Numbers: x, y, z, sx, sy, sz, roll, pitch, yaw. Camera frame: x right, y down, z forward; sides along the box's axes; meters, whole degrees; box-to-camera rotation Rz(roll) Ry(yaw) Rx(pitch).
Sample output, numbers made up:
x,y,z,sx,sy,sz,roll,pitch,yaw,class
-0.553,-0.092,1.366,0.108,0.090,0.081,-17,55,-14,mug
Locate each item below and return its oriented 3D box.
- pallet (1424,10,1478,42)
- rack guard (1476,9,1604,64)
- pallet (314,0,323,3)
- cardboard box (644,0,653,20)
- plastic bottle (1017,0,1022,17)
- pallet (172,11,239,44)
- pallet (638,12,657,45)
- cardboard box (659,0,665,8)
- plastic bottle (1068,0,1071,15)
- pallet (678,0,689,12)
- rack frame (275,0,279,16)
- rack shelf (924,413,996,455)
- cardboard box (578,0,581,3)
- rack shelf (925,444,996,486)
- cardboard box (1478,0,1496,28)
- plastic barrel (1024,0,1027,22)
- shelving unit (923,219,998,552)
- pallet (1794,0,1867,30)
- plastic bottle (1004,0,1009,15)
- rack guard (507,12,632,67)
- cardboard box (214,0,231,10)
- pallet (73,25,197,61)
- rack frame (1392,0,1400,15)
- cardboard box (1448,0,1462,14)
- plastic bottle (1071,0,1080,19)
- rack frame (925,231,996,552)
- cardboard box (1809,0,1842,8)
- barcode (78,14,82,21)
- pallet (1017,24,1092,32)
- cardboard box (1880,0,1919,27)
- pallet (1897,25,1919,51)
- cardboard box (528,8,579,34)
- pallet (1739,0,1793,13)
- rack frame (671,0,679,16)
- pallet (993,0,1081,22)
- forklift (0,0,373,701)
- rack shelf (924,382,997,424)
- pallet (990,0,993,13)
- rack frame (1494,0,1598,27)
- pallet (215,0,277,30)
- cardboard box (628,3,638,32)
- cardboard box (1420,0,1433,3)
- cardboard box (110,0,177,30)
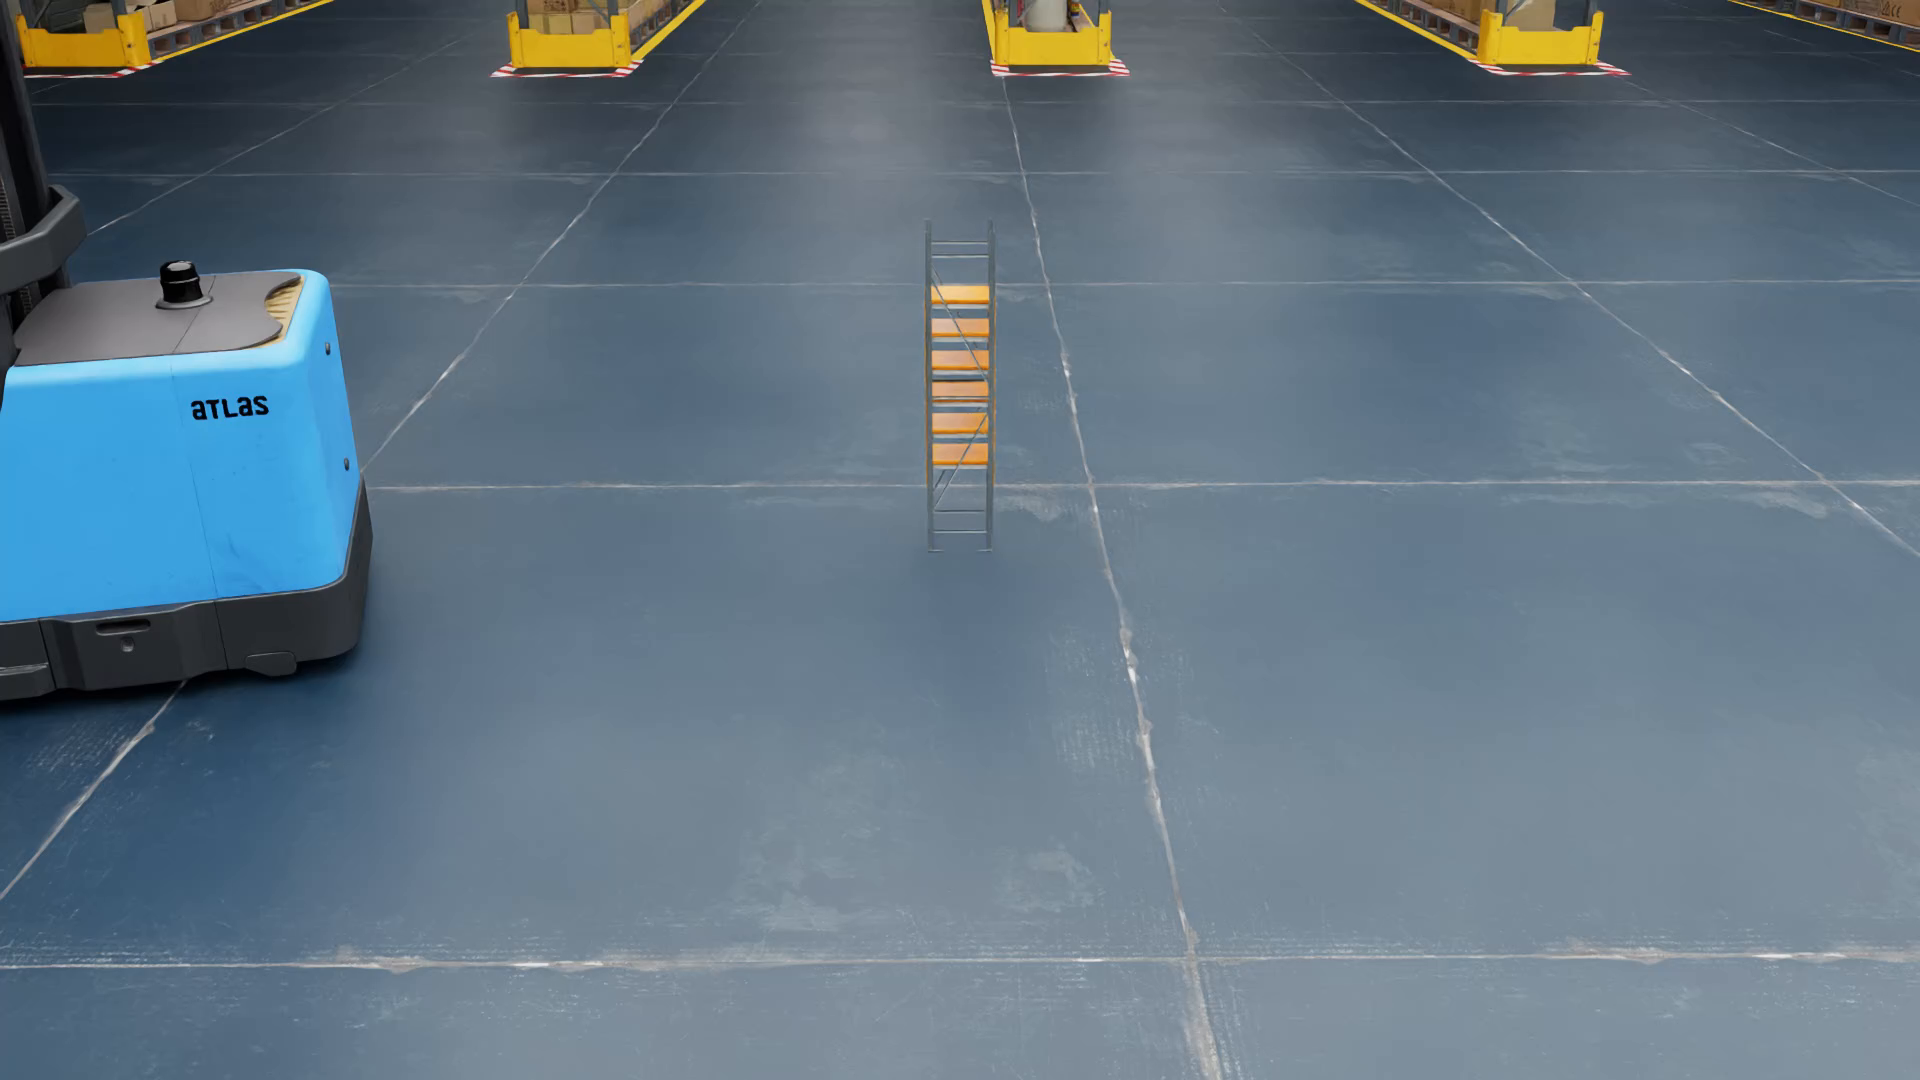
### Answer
x,y,z,sx,sy,sz,roll,pitch,yaw,class
5.961,-5.870,18.973,1.003,0.211,1.213,0,24,-1,pallet
5.945,-5.165,17.064,1.175,0.500,0.348,0,24,-1,rack guard
-8.983,-7.409,22.375,1.003,0.211,1.213,0,24,-1,pallet
-3.758,-6.009,18.722,0.500,0.250,0.500,0,24,-1,cardboard box
0.666,-6.073,18.800,0.061,0.283,0.133,0,24,-1,plastic bottle
-8.898,-5.803,18.825,1.003,0.211,1.213,0,24,-1,pallet
-4.020,-5.776,18.764,1.003,0.211,1.213,0,24,-1,pallet
-3.784,-6.421,19.633,0.500,0.250,0.500,0,24,-1,cardboard box
1.281,-6.098,18.869,0.097,0.271,0.097,0,24,0,plastic bottle
-4.051,-6.911,21.274,1.003,0.211,1.213,0,24,-1,pallet
-8.957,-7.854,19.976,1.000,3.000,0.127,0,24,-1,rack frame
0.000,-0.391,6.057,0.258,0.103,0.180,0,24,-1,rack shelf
-4.289,-6.142,18.107,0.500,0.500,0.500,0,24,-1,cardboard box
0.000,-0.282,6.107,0.258,0.103,0.180,0,24,-1,rack shelf
5.915,-5.829,18.022,0.500,0.500,0.500,6,25,13,cardboard box
0.904,-5.786,17.912,0.421,0.512,0.421,0,24,0,plastic barrel
0.000,-0.541,5.990,0.258,1.200,0.189,0,24,-1,shelving unit
10.793,-6.318,19.962,1.003,0.211,1.213,0,24,-1,pallet
0.535,-5.931,18.585,0.097,0.201,0.097,0,24,0,plastic bottle
-3.960,-5.081,16.878,1.175,0.500,0.348,0,24,-1,rack guard
-8.905,-6.488,19.456,0.500,0.500,0.500,-2,24,-5,cardboard box
-8.888,-5.302,17.716,1.003,0.211,1.213,0,24,-1,pallet
5.902,-7.921,20.124,1.000,3.000,0.127,0,24,-1,rack frame
5.966,-6.317,19.101,0.500,0.500,0.500,-2,24,-5,cardboard box
1.285,-5.956,18.557,0.097,0.271,0.097,0,24,0,plastic bottle
0.001,-0.503,5.906,0.240,1.200,0.006,0,24,-1,rack frame
10.800,-6.866,19.859,0.875,0.875,0.875,0,24,0,cardboard box
-9.231,-5.477,17.437,0.001,0.075,0.075,0,24,-1,barcode
0.942,-5.346,17.814,1.003,0.211,1.213,0,24,-1,pallet
10.822,-6.119,18.207,0.875,0.875,0.875,-1,24,-1,cardboard box
10.820,-5.312,17.739,1.003,0.211,1.213,0,24,-1,pallet
-4.261,-5.388,17.350,0.500,0.250,0.500,0,24,-1,cardboard box
10.779,-6.949,21.358,1.003,0.211,1.213,0,24,-1,pallet
-4.003,-7.878,20.029,1.000,3.000,0.127,0,24,-1,rack frame
0.915,-6.351,20.037,1.003,0.211,1.213,0,24,-1,pallet
-3.511,-0.955,4.805,3.031,2.935,1.130,-6,25,-13,forklift
0.000,-0.500,6.008,0.258,0.103,0.180,0,24,-1,rack shelf
0.902,-6.952,21.365,1.003,0.211,1.213,0,24,-1,pallet
5.946,-6.273,16.480,1.000,3.000,0.127,0,24,-1,rack frame
-8.914,-6.307,19.939,1.003,0.211,1.213,0,24,-1,pallet
-3.752,-5.596,17.811,0.500,0.250,0.500,0,24,-1,cardboard box
5.867,-6.809,20.188,0.500,0.500,0.500,-1,24,-2,cardboard box
-8.837,-5.702,17.946,0.500,0.311,0.500,2,24,4,cardboard box
